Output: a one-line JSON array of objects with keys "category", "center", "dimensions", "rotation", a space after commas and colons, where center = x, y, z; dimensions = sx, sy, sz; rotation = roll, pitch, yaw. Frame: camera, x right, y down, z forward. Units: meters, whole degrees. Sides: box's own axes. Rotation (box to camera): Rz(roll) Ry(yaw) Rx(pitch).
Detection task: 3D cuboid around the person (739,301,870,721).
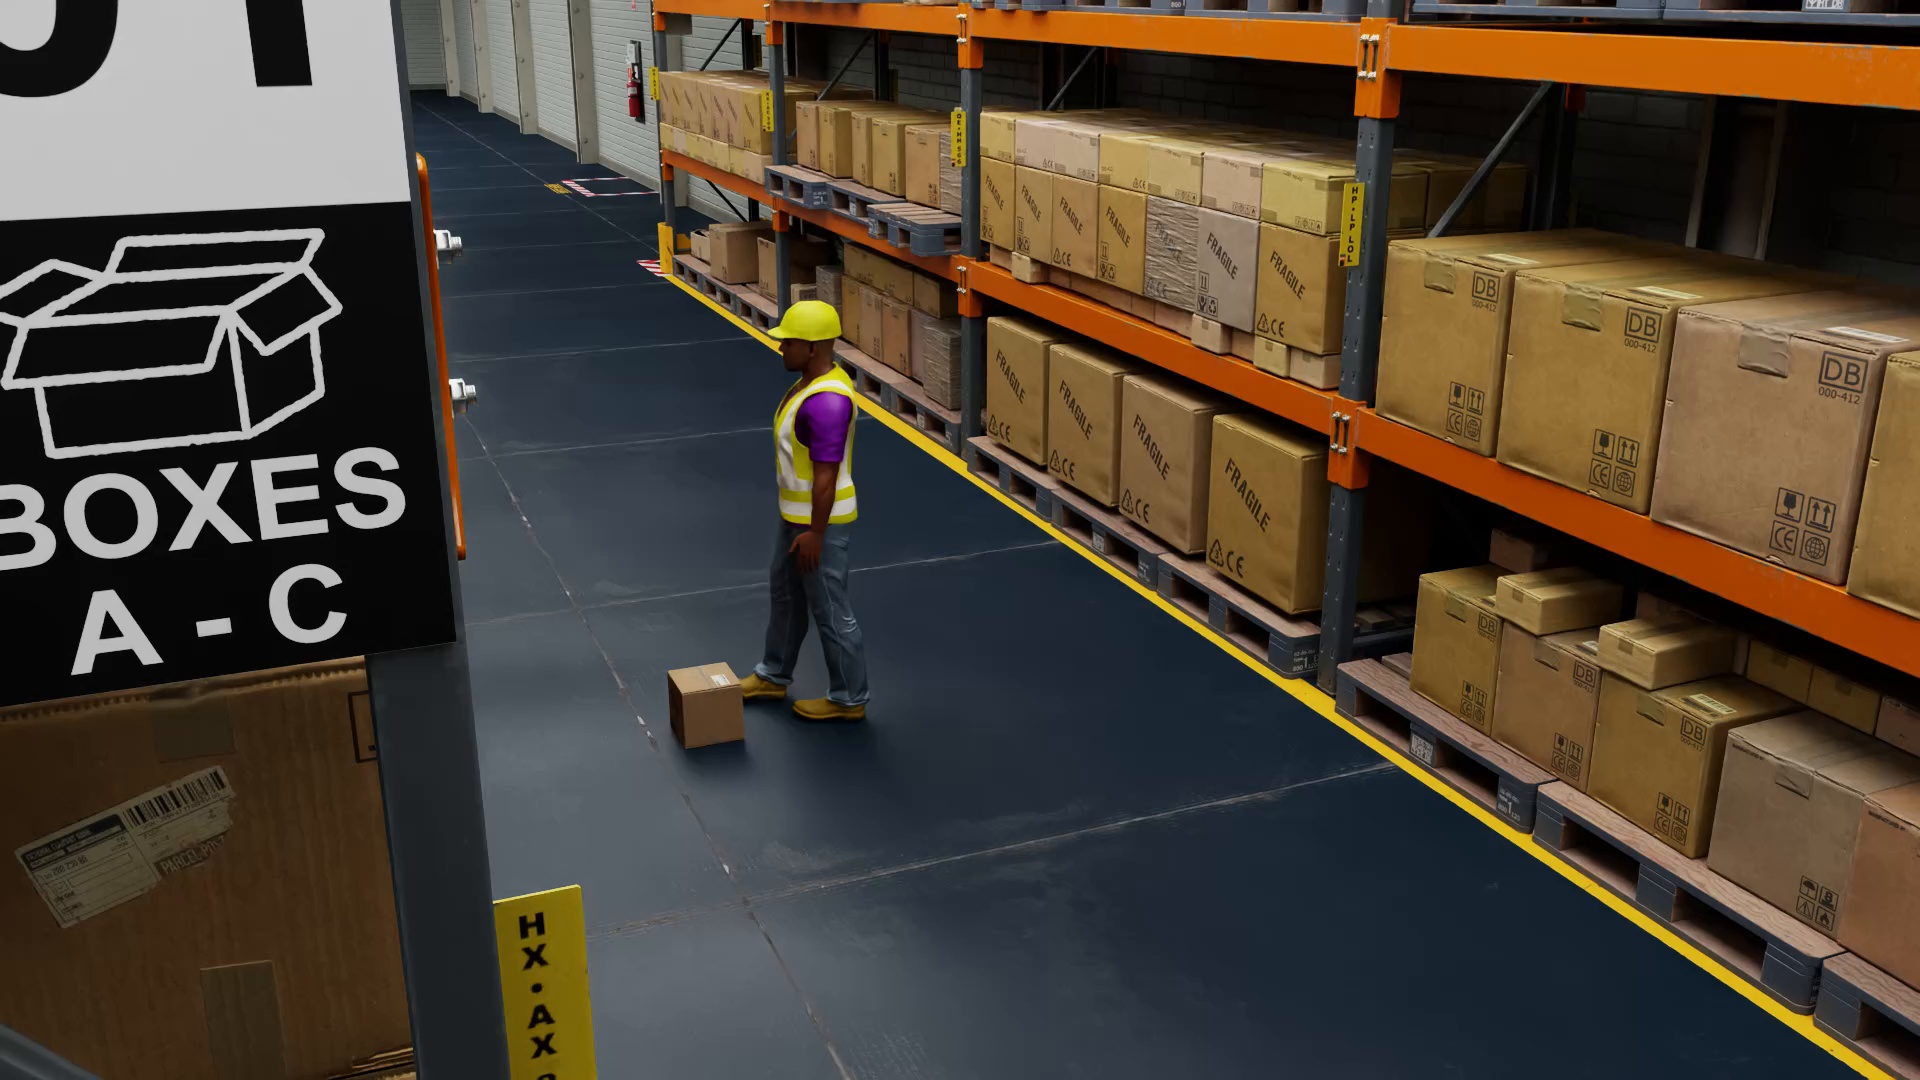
[{"category": "person", "center": [-0.711, -0.099, 6.795], "dimensions": [0.641, 1.760, 0.569], "rotation": [-3, 19, -9]}]
